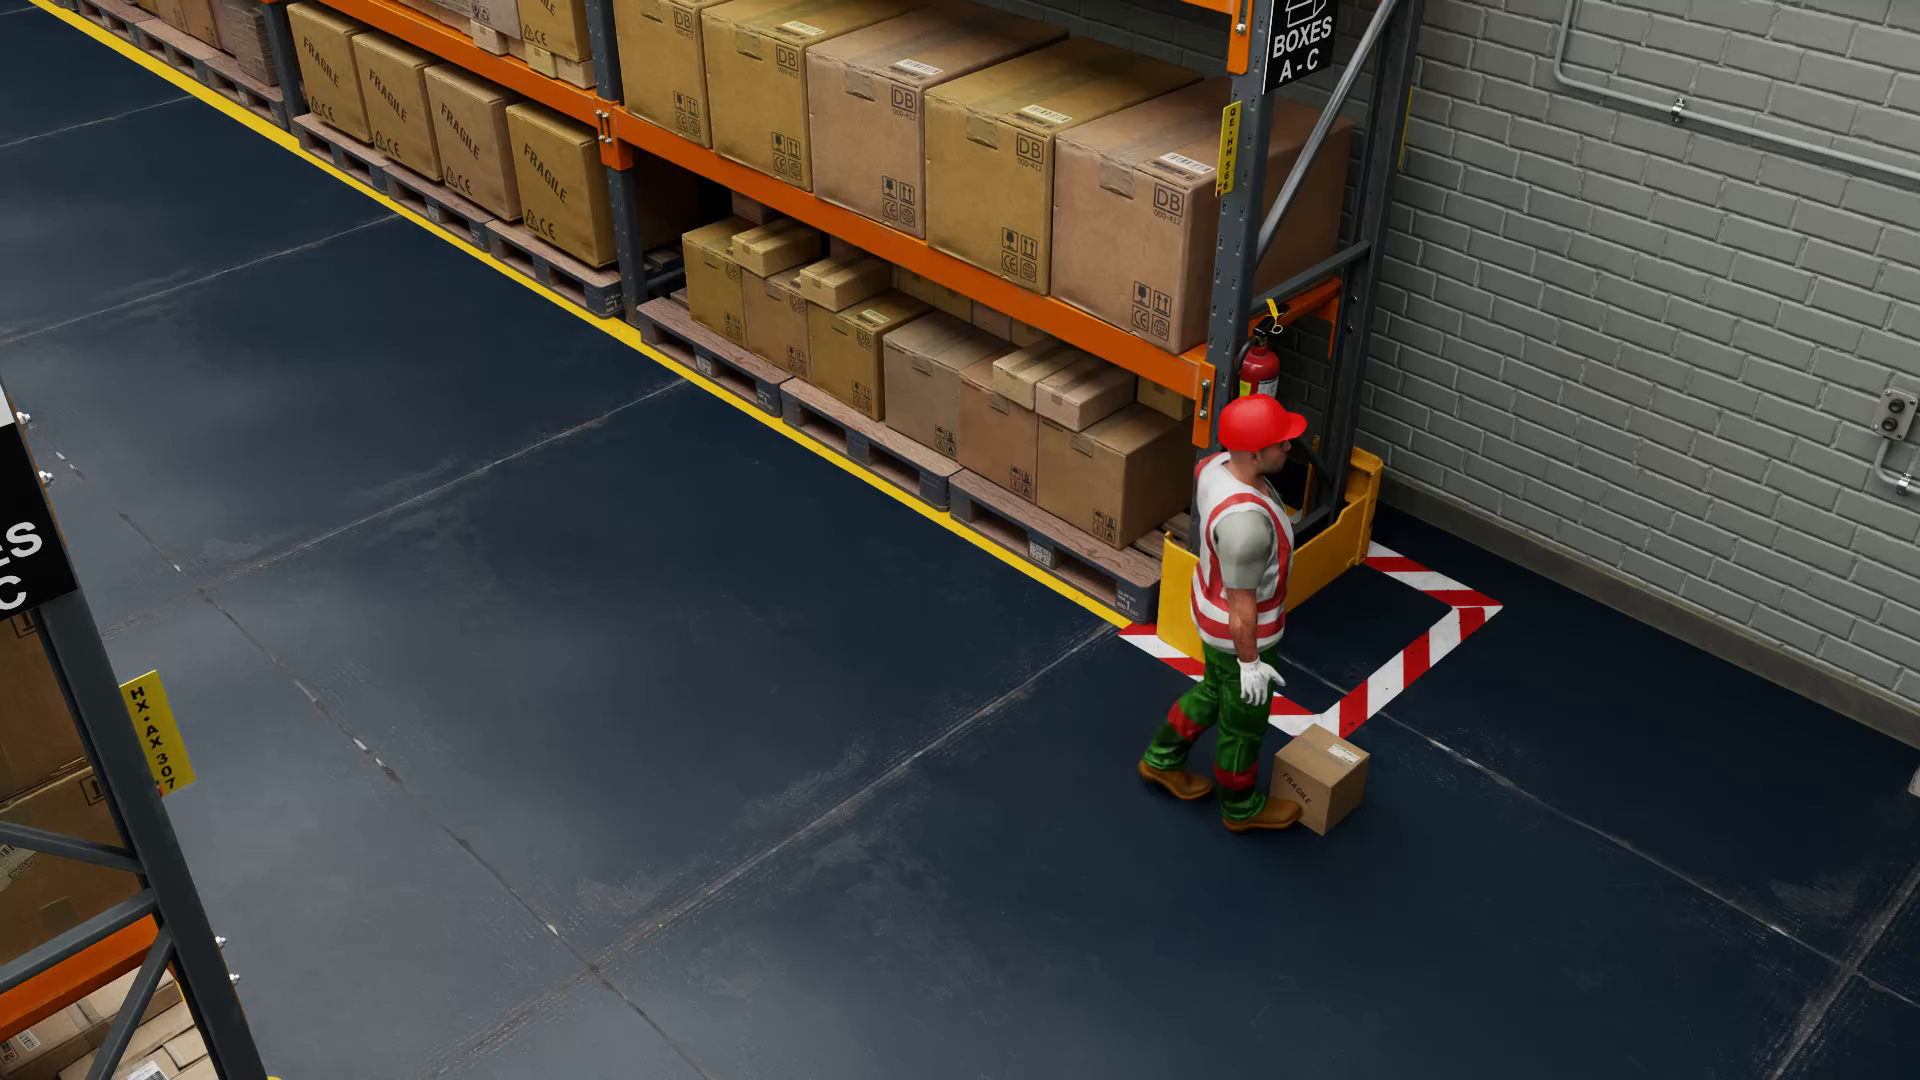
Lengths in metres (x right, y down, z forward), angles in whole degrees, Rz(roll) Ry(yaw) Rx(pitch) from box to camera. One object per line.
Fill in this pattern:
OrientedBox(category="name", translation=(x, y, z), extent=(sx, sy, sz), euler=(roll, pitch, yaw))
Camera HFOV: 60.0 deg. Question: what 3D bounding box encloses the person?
OrientedBox(category="person", translation=(0.972, 0.294, 5.700), extent=(0.600, 1.799, 0.564), euler=(0, 35, 0))
